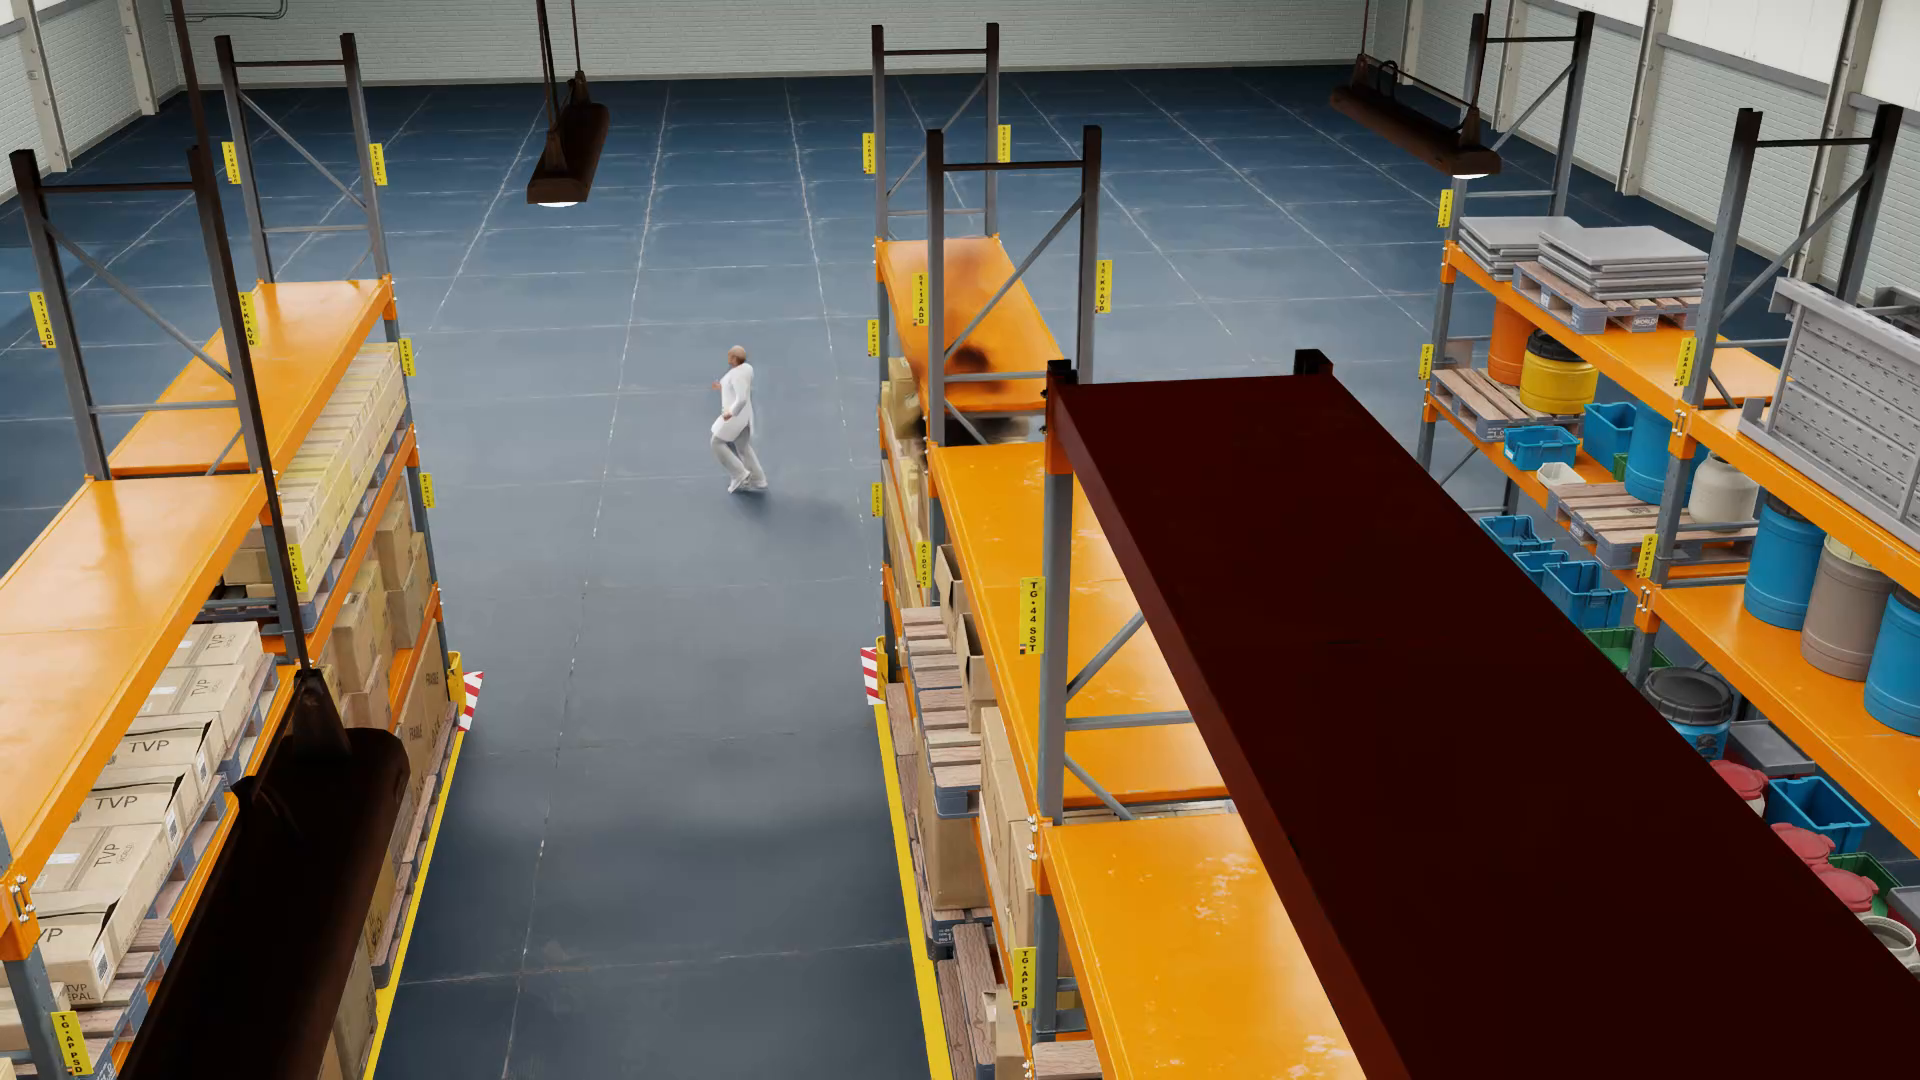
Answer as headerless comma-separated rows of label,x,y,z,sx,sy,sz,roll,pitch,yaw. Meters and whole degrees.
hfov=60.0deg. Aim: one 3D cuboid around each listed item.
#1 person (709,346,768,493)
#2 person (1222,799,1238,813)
person,-2.638,-1.410,19.434,0.728,1.800,0.688,9,27,18
person,1.945,2.164,12.071,0.614,1.638,0.578,-6,26,-12
